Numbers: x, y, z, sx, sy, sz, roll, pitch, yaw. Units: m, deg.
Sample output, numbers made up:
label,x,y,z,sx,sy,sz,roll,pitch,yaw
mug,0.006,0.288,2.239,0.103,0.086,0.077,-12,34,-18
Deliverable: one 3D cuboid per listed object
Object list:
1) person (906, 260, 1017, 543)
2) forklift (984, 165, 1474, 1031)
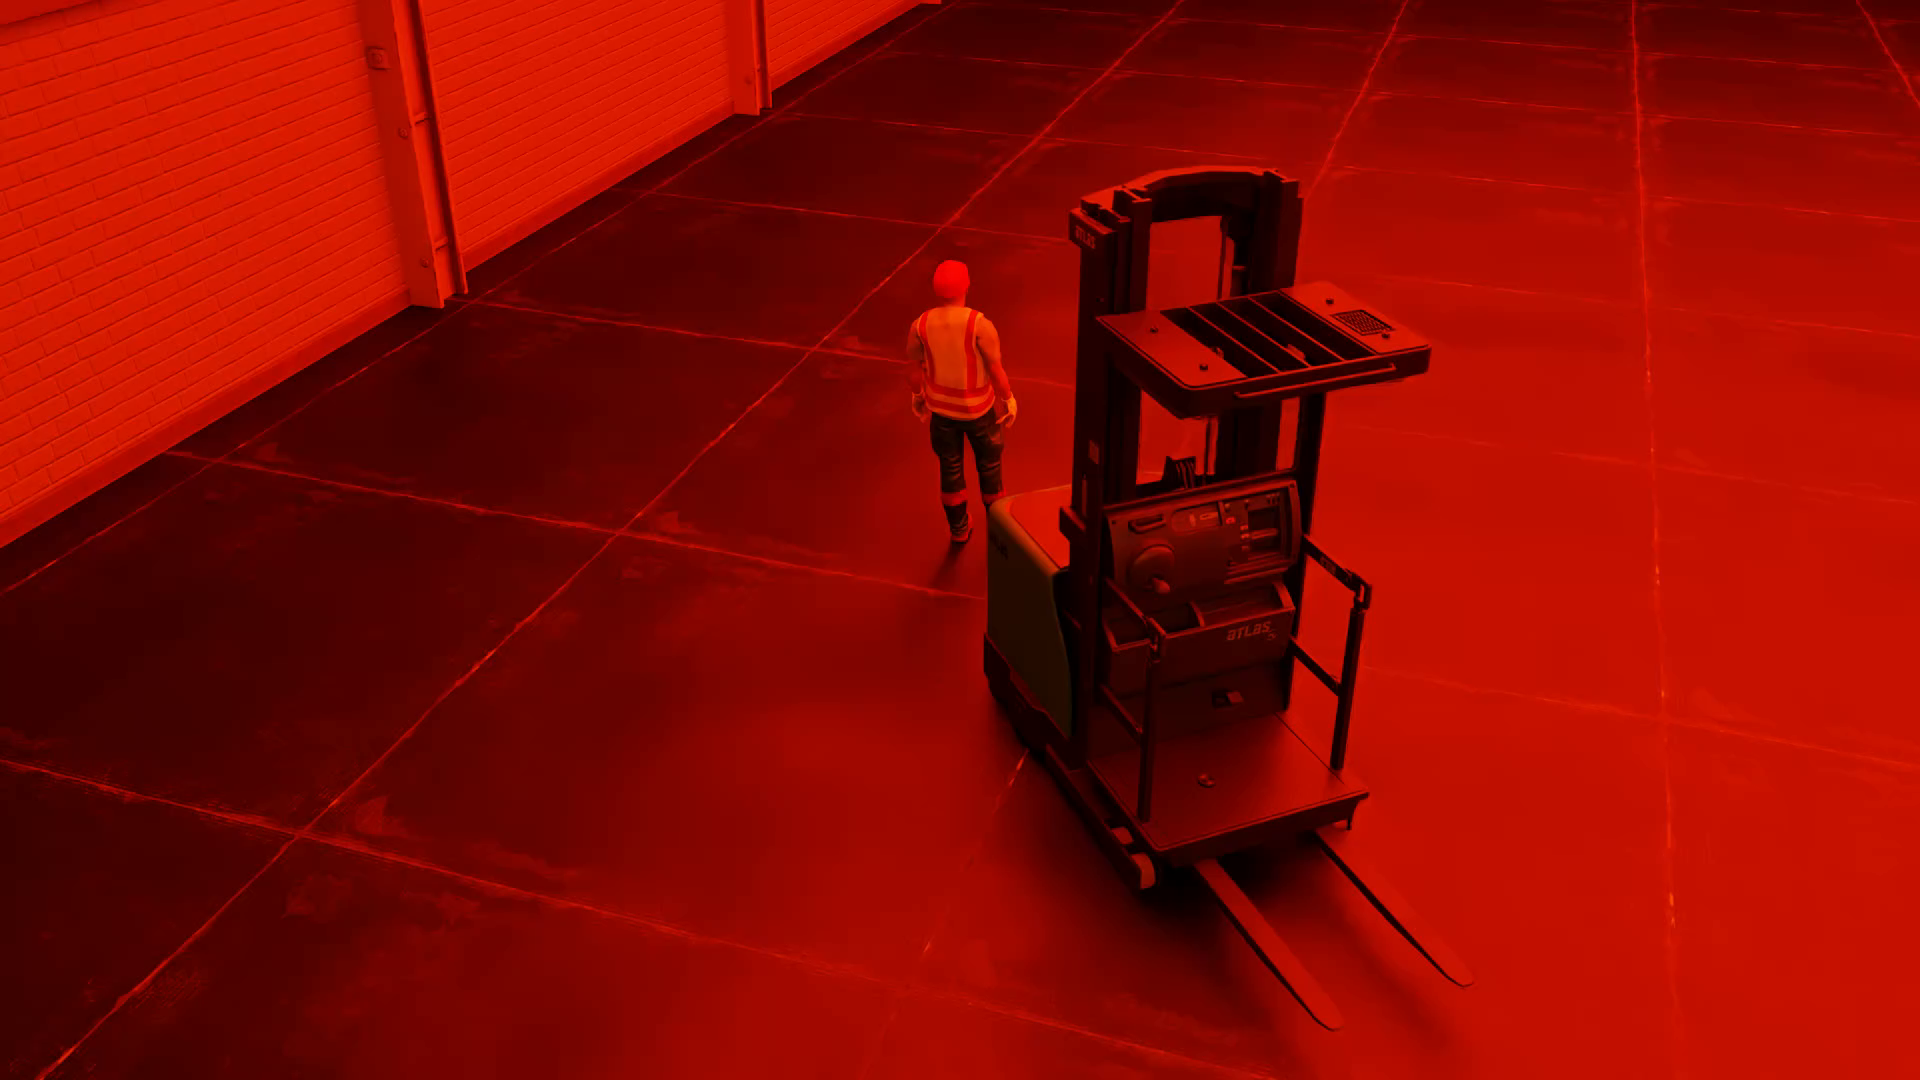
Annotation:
label,x,y,z,sx,sy,sz,roll,pitch,yaw
person,0.037,-0.819,9.712,0.638,1.787,0.564,10,31,16
forklift,1.152,0.040,7.066,1.130,2.935,3.031,-12,32,-19
